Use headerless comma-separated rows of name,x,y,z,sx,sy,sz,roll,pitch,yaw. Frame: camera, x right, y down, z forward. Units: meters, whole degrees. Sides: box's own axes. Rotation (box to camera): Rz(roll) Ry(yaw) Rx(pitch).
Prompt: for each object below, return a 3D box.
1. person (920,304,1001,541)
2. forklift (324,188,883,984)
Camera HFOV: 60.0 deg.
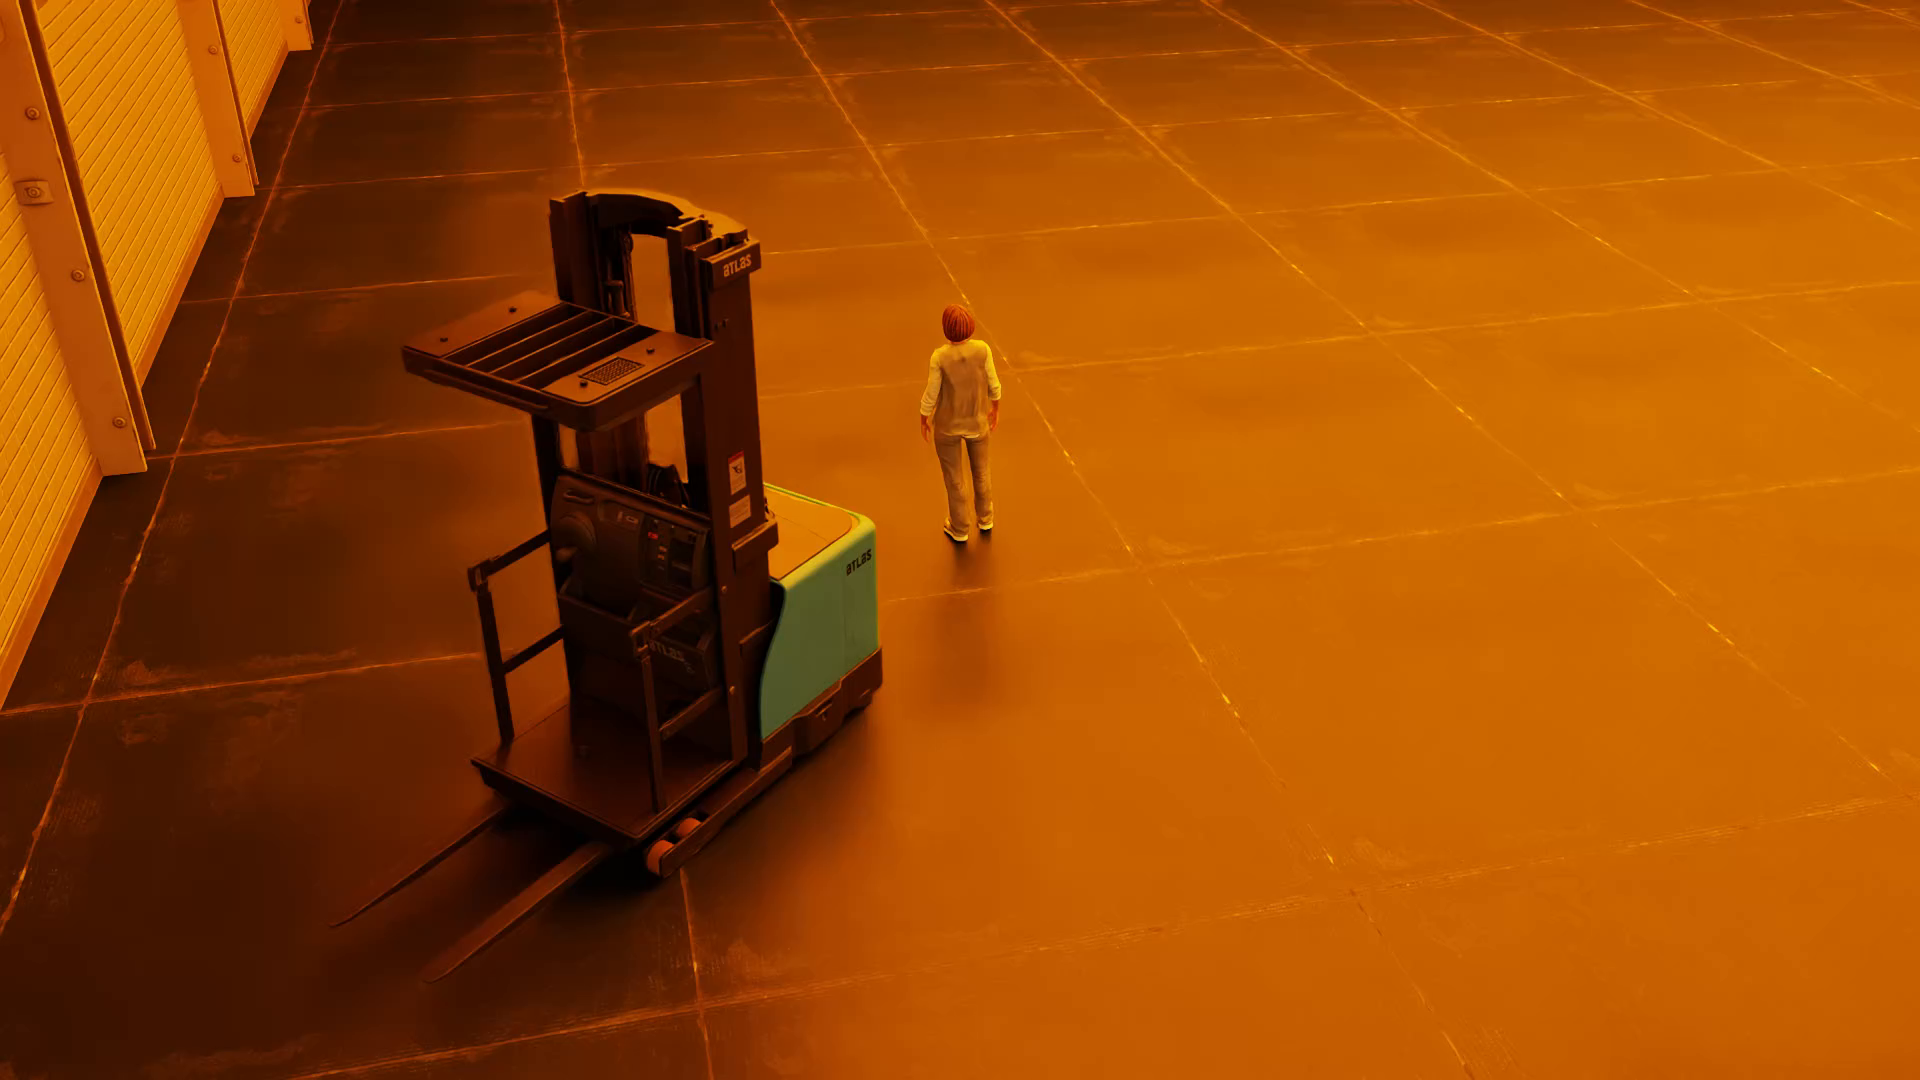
person,-0.004,-0.735,10.161,0.521,1.596,0.475,-7,31,-12
forklift,-1.647,0.035,7.514,1.130,2.935,3.031,18,35,28
